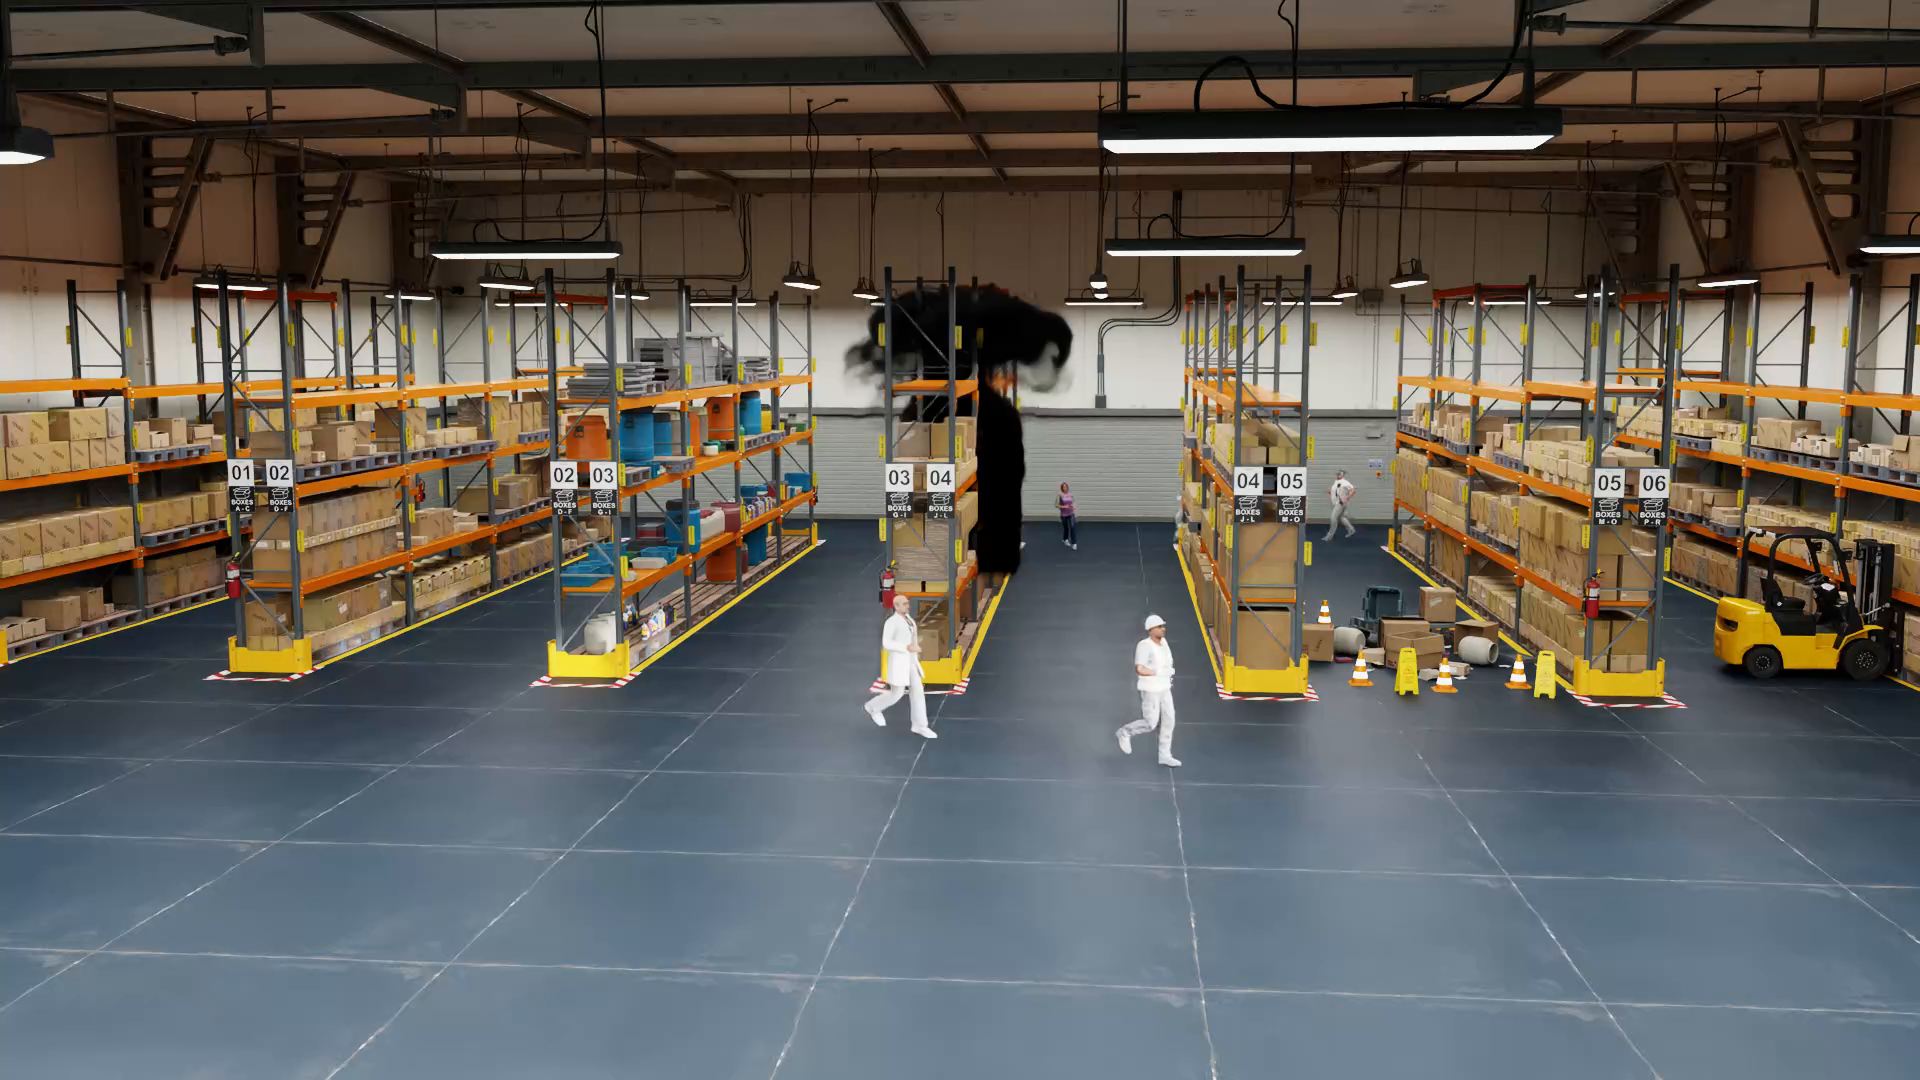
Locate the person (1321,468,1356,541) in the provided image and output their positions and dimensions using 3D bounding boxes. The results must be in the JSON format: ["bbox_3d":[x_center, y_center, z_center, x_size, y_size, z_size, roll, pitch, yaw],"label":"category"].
[{"bbox_3d":[9.370,-0.885,41.057,0.968,1.785,0.657,-1,7,-9],"label":"person"}]

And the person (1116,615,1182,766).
[{"bbox_3d":[2.249,1.752,19.559,0.847,1.759,0.699,5,9,37],"label":"person"}]

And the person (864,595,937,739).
[{"bbox_3d":[-0.749,1.577,20.972,1.043,1.790,0.710,5,8,33],"label":"person"}]

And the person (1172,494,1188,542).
[{"bbox_3d":[5.565,-0.806,40.522,0.787,1.771,0.688,1,7,8],"label":"person"}]

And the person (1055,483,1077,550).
[{"bbox_3d":[2.516,-0.588,39.533,0.559,1.561,0.885,-2,7,-15],"label":"person"}]
